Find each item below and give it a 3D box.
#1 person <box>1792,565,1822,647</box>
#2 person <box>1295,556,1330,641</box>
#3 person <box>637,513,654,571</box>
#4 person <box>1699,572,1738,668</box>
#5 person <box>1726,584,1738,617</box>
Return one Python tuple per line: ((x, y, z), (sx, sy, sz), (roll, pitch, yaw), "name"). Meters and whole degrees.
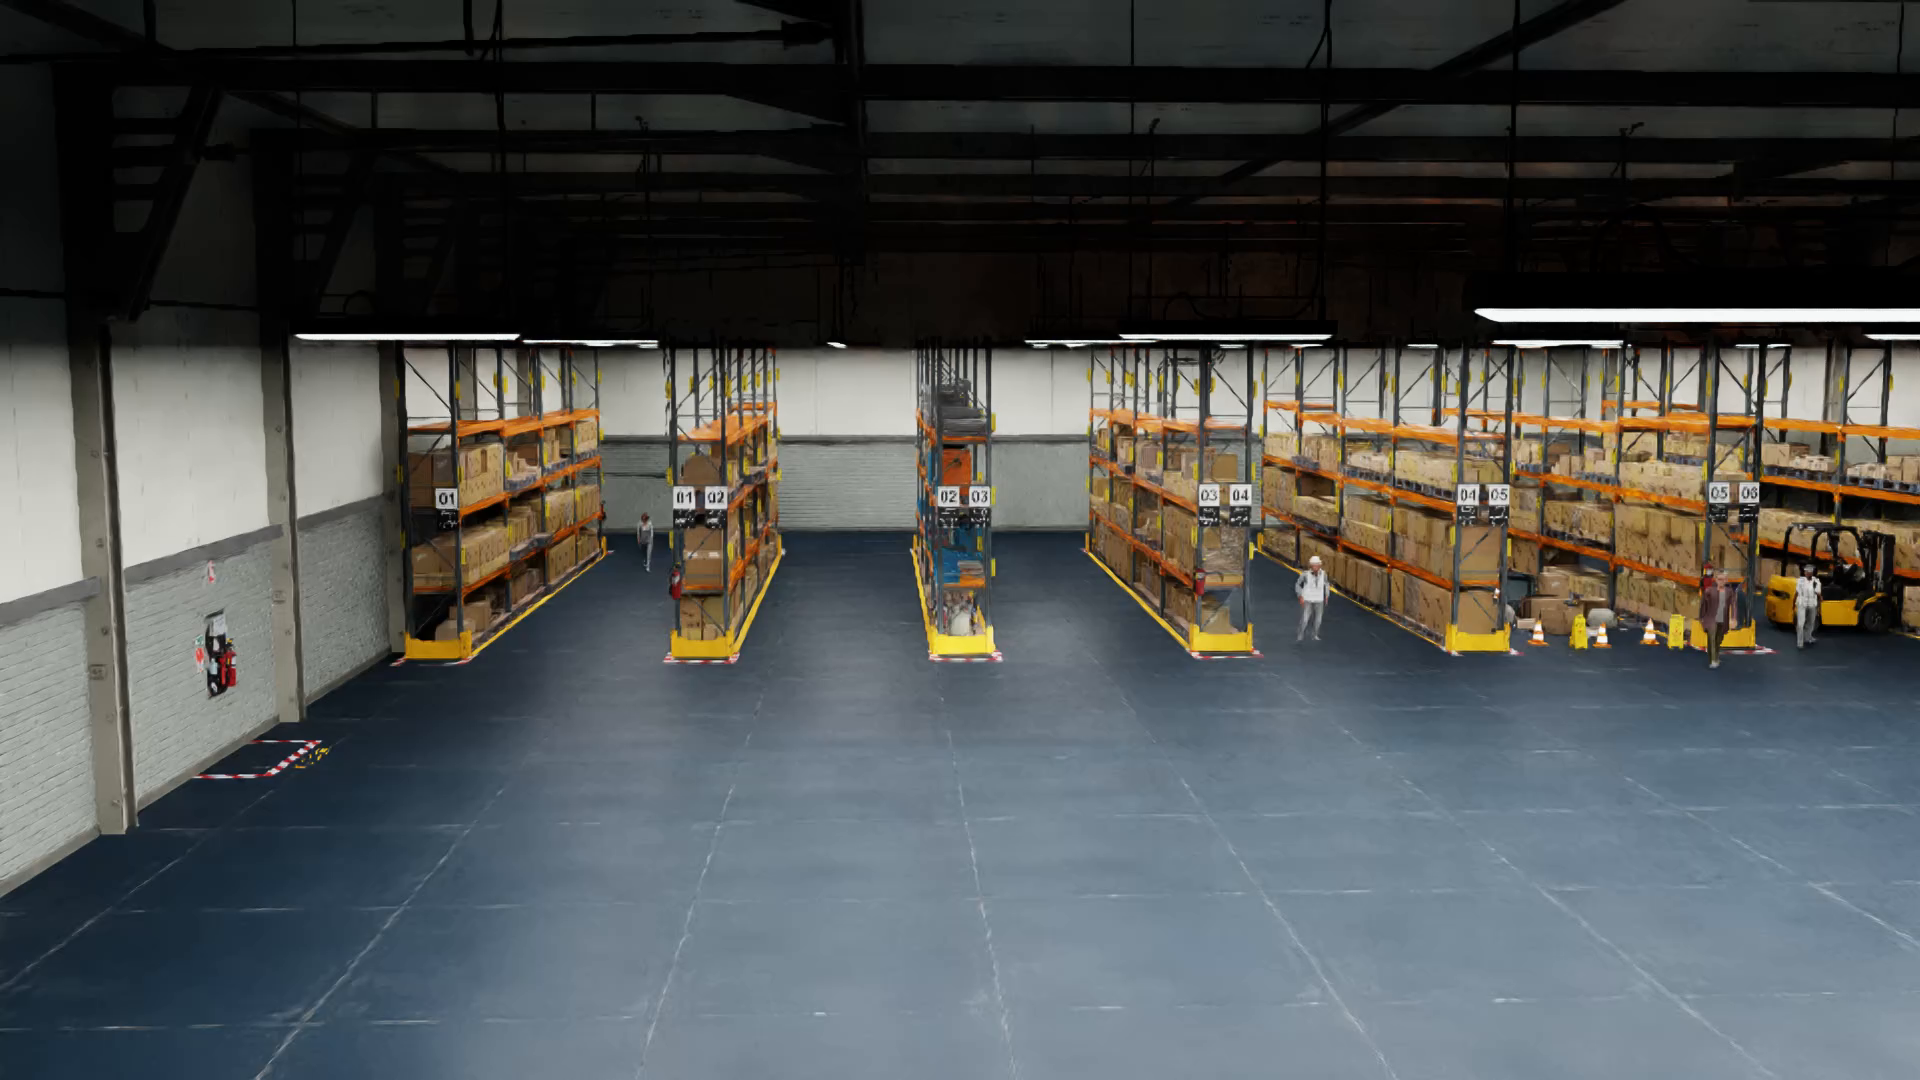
((16.467, 1.253, 32.313), (0.498, 1.612, 0.934), (2, 7, 17), "person")
((6.945, 1.158, 32.753), (0.677, 1.726, 0.574), (-1, 7, -5), "person")
((-8.210, 0.030, 43.389), (0.417, 1.517, 1.036), (0, 6, 0), "person")
((13.764, 1.435, 30.149), (0.573, 1.716, 1.103), (1, 7, 6), "person")
((16.529, 0.831, 35.867), (0.524, 1.650, 0.569), (3, 7, 23), "person")
